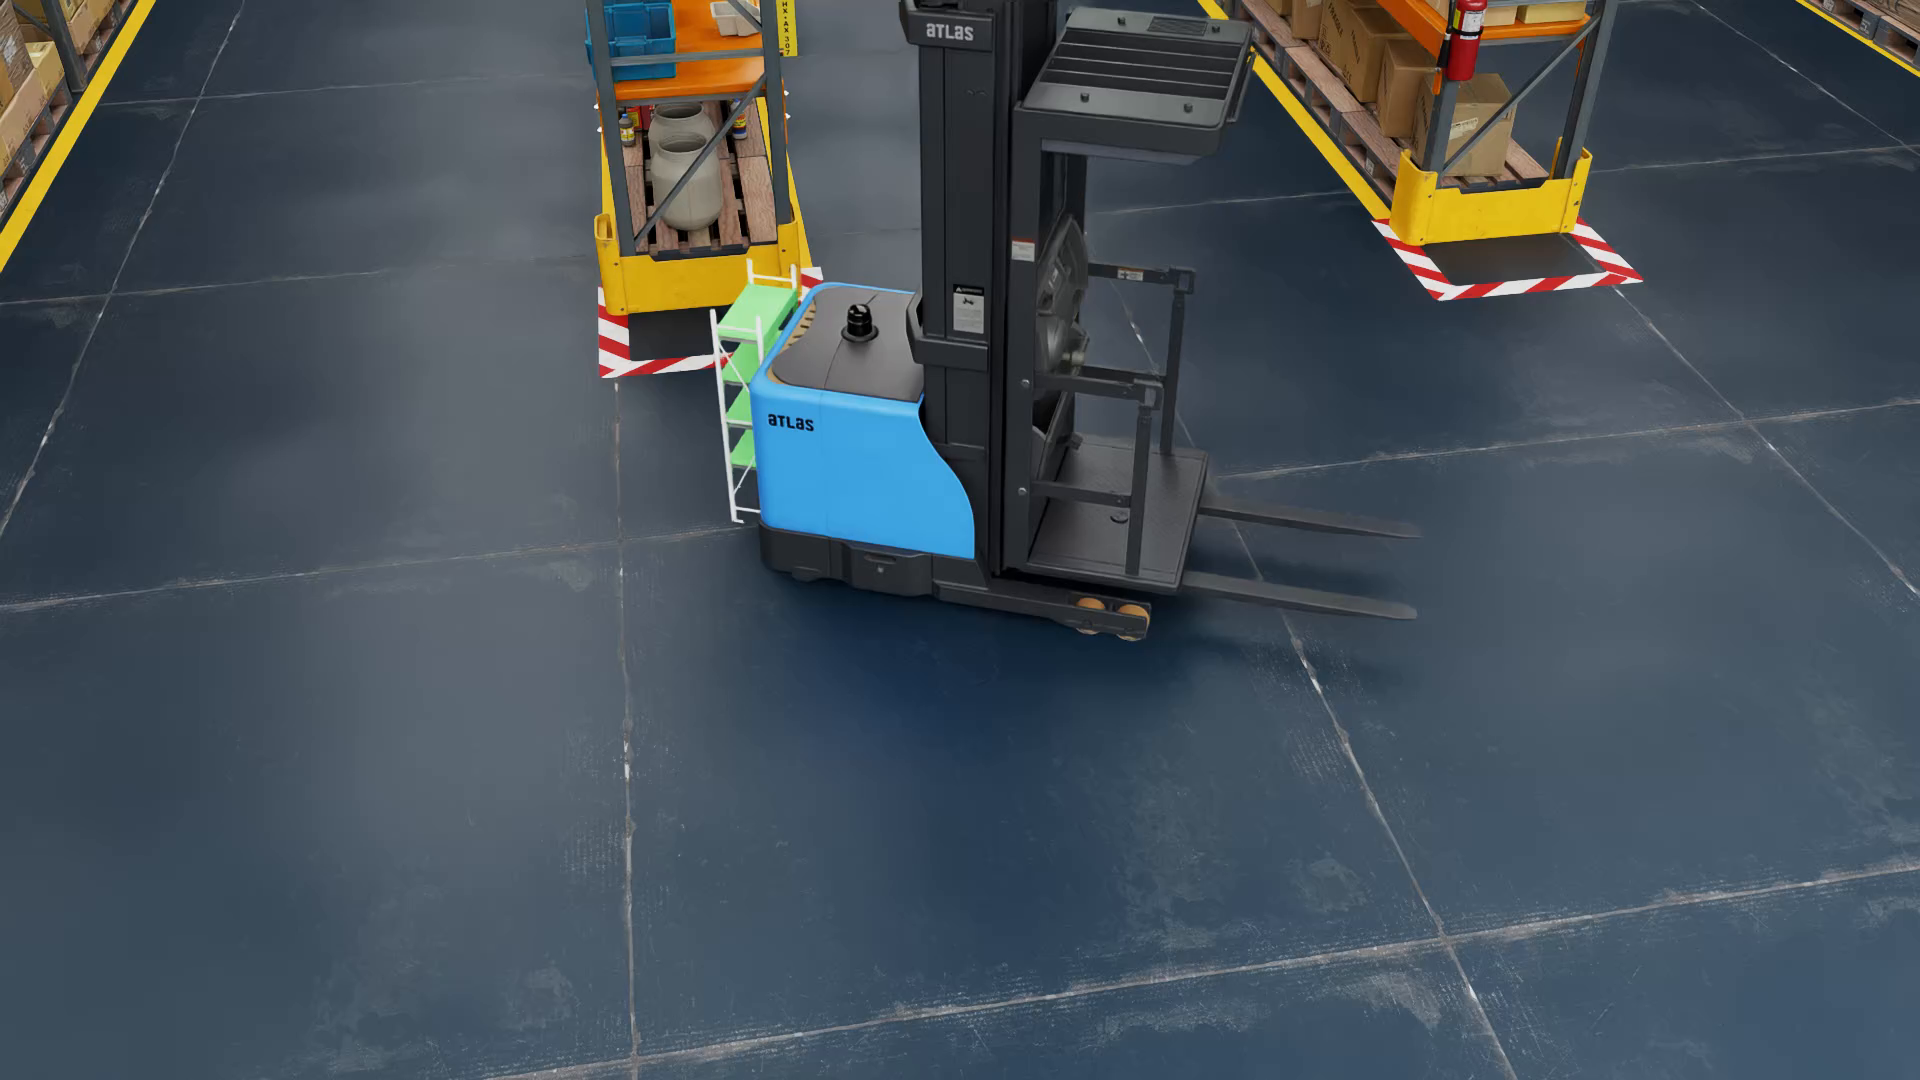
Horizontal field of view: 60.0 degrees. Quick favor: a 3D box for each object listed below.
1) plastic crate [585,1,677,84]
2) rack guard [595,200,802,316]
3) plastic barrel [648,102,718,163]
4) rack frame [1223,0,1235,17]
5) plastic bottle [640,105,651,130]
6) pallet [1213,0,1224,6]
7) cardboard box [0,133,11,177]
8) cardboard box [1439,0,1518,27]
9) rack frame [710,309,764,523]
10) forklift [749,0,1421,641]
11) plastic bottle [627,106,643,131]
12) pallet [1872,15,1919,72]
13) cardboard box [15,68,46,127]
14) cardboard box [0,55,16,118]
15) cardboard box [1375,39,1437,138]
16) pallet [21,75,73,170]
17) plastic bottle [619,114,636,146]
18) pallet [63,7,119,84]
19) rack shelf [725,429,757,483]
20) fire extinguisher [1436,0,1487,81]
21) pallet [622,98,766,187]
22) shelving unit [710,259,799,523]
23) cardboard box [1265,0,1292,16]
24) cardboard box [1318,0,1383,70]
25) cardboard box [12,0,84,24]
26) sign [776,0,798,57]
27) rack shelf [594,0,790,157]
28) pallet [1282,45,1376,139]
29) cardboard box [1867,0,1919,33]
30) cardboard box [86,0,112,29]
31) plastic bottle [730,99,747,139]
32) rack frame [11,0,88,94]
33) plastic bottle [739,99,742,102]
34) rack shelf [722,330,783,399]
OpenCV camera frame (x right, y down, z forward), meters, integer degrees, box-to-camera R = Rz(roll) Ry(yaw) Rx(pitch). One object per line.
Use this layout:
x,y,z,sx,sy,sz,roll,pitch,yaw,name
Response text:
-1.872,-2.846,9.490,0.499,0.251,0.616,-6,38,-8,plastic crate
-1.549,-1.688,9.916,1.175,0.500,0.348,-6,38,-8,rack guard
-1.768,-2.510,10.621,0.421,0.512,0.421,0,38,0,plastic barrel
2.685,-5.583,12.892,1.000,3.000,0.127,-6,38,-8,rack frame
-2.156,-2.965,11.377,0.061,0.283,0.133,-6,38,-8,plastic bottle
2.547,-4.952,14.352,1.003,0.211,1.213,-6,38,-8,pallet
-6.503,-2.438,10.742,0.500,0.250,0.500,-6,38,-8,cardboard box
3.134,-3.218,10.052,0.380,0.149,0.250,-6,38,-8,cardboard box
-1.015,-0.553,7.883,0.240,1.200,0.015,9,39,11,rack frame
0.627,-1.060,7.126,3.031,2.935,1.130,9,39,11,forklift
-2.260,-2.950,11.364,0.152,0.276,0.135,-6,38,-8,plastic bottle
7.860,-3.748,12.803,1.003,0.211,1.213,-6,38,-8,pallet
-6.694,-3.040,11.518,0.500,0.250,0.500,-6,38,-8,cardboard box
-6.604,-3.035,10.899,0.500,0.500,0.500,-6,38,-8,cardboard box
3.155,-3.082,11.368,0.500,0.500,0.500,3,38,4,cardboard box
-6.970,-2.934,11.755,1.003,0.211,1.213,-6,38,-8,pallet
-2.243,-2.765,11.187,0.097,0.201,0.097,0,38,0,plastic bottle
-7.236,-3.860,12.946,1.003,0.211,1.213,-6,38,-8,pallet
-0.955,-0.458,8.256,0.258,0.148,0.480,9,39,11,rack shelf
2.953,-3.018,9.653,0.296,0.674,0.183,-6,38,-8,fire extinguisher
-1.897,-2.801,11.583,1.003,0.211,1.213,-6,38,-8,pallet
-0.955,-0.698,8.070,0.258,1.200,0.503,9,39,11,shelving unit
2.716,-4.516,13.213,0.500,0.500,0.500,-7,38,-9,cardboard box
3.010,-3.804,12.297,0.500,0.500,0.500,-9,39,-12,cardboard box
-6.895,-4.098,12.422,0.500,0.311,0.500,-6,38,-8,cardboard box
-0.947,-2.800,9.084,0.100,0.325,0.005,-6,38,-8,sign
-1.840,-3.559,10.872,1.077,0.370,4.000,-6,38,-8,rack shelf
3.055,-3.342,12.279,1.003,0.211,1.213,-6,38,-8,pallet
7.789,-4.451,12.824,0.875,0.875,0.875,-6,38,-8,cardboard box
-6.983,-4.179,12.983,0.500,0.250,0.500,-5,38,-7,cardboard box
-1.501,-2.860,11.251,0.097,0.271,0.097,0,38,0,plastic bottle
-7.068,-4.520,11.523,1.000,3.000,0.127,-6,38,-8,rack frame
-1.522,-3.003,11.426,0.061,0.283,0.133,-6,38,-7,plastic bottle
-0.955,-0.837,7.962,0.258,0.148,0.480,9,39,11,rack shelf
